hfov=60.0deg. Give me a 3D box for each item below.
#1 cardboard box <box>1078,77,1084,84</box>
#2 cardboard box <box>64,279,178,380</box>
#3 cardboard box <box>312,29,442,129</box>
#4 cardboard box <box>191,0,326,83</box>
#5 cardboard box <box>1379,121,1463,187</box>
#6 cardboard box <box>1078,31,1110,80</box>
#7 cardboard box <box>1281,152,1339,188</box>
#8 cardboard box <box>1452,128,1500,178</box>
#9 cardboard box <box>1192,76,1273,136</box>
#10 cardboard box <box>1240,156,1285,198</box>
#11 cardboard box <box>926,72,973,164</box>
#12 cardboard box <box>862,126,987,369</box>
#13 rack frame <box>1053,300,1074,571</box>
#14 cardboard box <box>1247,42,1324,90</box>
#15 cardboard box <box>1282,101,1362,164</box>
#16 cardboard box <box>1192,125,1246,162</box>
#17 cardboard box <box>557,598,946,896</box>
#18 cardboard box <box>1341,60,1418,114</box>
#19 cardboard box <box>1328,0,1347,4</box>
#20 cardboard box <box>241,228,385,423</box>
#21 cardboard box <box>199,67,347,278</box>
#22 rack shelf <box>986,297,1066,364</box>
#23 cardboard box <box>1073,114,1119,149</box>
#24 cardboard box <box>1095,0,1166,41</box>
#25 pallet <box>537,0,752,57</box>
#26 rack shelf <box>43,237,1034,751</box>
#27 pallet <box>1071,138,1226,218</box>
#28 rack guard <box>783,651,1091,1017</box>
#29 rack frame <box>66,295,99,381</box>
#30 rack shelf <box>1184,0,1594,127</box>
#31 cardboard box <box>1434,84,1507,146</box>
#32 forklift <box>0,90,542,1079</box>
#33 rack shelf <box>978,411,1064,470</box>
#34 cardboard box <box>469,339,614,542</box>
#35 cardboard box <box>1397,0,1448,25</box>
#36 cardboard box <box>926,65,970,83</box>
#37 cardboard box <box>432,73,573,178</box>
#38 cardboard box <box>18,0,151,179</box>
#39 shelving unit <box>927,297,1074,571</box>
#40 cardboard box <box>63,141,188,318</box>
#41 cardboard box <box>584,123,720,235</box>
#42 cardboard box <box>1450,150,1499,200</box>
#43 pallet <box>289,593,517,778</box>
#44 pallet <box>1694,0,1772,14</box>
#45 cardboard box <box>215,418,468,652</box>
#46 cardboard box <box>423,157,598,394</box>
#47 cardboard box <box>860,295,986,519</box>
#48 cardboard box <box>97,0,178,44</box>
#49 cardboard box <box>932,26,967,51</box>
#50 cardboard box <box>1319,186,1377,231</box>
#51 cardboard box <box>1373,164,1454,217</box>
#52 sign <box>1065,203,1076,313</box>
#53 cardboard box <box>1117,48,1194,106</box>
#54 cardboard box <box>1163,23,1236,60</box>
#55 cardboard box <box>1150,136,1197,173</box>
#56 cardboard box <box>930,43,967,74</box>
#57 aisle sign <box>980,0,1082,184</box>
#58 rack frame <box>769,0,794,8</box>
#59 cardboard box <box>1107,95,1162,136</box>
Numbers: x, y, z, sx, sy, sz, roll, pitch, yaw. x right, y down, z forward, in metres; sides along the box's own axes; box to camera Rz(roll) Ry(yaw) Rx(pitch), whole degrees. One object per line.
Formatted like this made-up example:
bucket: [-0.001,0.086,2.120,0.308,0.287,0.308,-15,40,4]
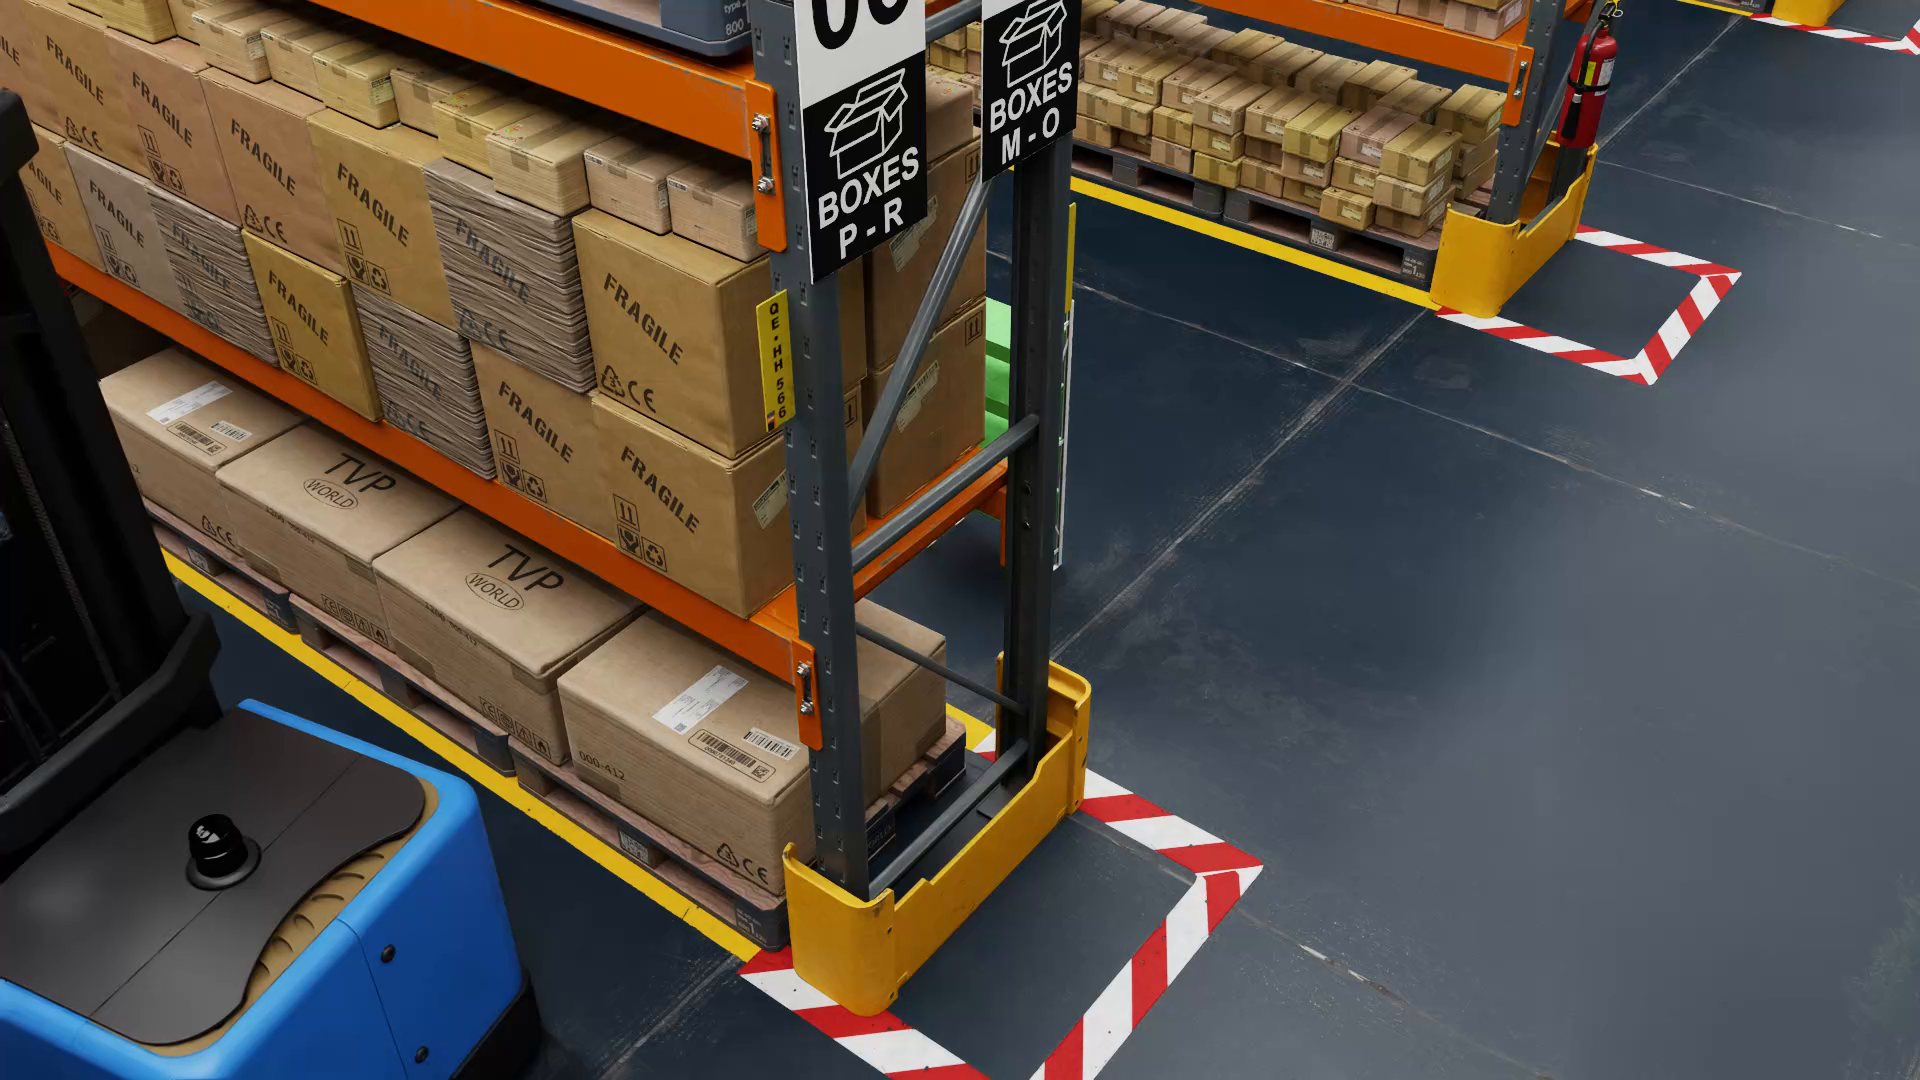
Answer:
cardboard box: [0.667,-2.592,9.359,0.250,0.149,0.380,27,46,30]
cardboard box: [-3.782,-1.127,7.138,0.875,0.875,0.875,27,45,30]
cardboard box: [-1.518,-1.283,4.536,0.250,0.149,0.380,26,45,30]
cardboard box: [-1.950,-1.468,4.774,0.250,0.149,0.380,25,45,29]
cardboard box: [2.289,-1.920,8.258,0.250,0.149,0.380,26,45,29]
cardboard box: [0.621,-2.688,9.240,0.250,0.149,0.380,26,45,29]
cardboard box: [1.857,-1.980,8.576,0.250,0.149,0.380,23,44,27]
cardboard box: [2.603,-2.050,8.666,0.250,0.149,0.380,27,46,30]
cardboard box: [1.427,-2.278,8.716,0.250,0.149,0.380,27,45,30]
cardboard box: [1.691,-1.980,8.818,0.250,0.149,0.380,26,45,29]
cardboard box: [-0.178,-1.064,4.257,0.250,0.149,0.380,26,45,29]
cardboard box: [-0.272,-0.859,4.522,0.500,0.500,0.500,24,44,28]
rack frame: [0.325,-0.319,6.184,0.015,1.200,0.240,25,45,29]
cardboard box: [1.777,-2.570,9.089,0.250,0.149,0.380,27,45,30]
cardboard box: [1.841,-2.077,8.458,0.250,0.149,0.380,24,44,28]
cardboard box: [1.437,-2.168,8.816,0.250,0.149,0.380,26,45,29]
cardboard box: [-0.649,0.539,5.367,0.875,0.438,0.875,24,44,27]
cardboard box: [2.239,-2.409,8.884,0.250,0.149,0.380,25,45,28]
cardboard box: [1.832,-2.735,8.014,0.250,0.149,0.380,27,45,30]
cardboard box: [-1.830,-0.767,5.216,0.500,0.500,0.500,27,45,30]
cardboard box: [-1.814,-1.161,4.908,0.500,0.500,0.500,25,44,28]
rack shelf: [0.131,-0.738,6.044,0.480,0.148,0.258,25,45,29]
cardboard box: [0.835,-2.349,9.290,0.250,0.149,0.380,24,44,27]
cardboard box: [0.986,-2.980,9.612,0.250,0.149,0.380,23,44,27]
pallet: [-0.660,-1.526,3.904,1.213,0.211,1.003,25,45,29]
rack shelf: [-1.653,-0.572,5.631,4.000,0.370,1.077,25,45,29]
pallet: [1.214,-2.278,9.488,1.213,0.211,1.003,25,45,29]
rack guard: [-0.045,0.887,5.212,0.348,0.500,1.175,25,45,29]
rack frame: [-3.241,-1.605,6.366,0.127,3.000,1.000,25,45,29]
rack shelf: [1.275,-3.034,8.776,4.000,0.370,1.077,25,45,29]
cardboard box: [2.653,-2.208,8.626,0.250,0.149,0.380,23,44,27]
forklift: [-2.771,0.200,4.116,3.031,2.935,1.130,16,41,19]
rack shelf: [0.131,-0.360,6.340,0.480,0.148,0.258,25,45,29]
cardboard box: [-0.997,-0.392,4.737,0.500,0.500,0.500,24,44,28]
cardboard box: [2.258,-2.565,7.796,0.250,0.149,0.380,25,45,29]
cardboard box: [-0.009,-2.716,9.758,0.250,0.149,0.380,27,45,30]
cardboard box: [-1.118,-1.085,4.284,0.250,0.149,0.380,26,45,30]
cardboard box: [-2.613,-1.549,5.403,0.500,0.500,0.500,25,44,28]
shelving unit: [0.131,-0.410,6.301,0.503,1.200,0.258,25,45,29]
cardboard box: [-2.630,-1.150,5.704,0.500,0.500,0.500,26,45,29]
cardboard box: [-0.687,-0.915,4.067,0.250,0.149,0.380,26,45,29]
cardboard box: [2.641,-1.964,8.797,0.250,0.149,0.380,26,45,29]
pallet: [-1.711,0.273,6.230,1.213,0.211,1.003,25,45,29]
pallet: [5.274,-4.122,11.844,1.213,0.211,1.003,25,45,29]
cardboard box: [-2.096,-0.139,6.231,0.875,0.438,0.875,24,44,27]
cardboard box: [-1.024,-0.785,4.427,0.500,0.500,0.500,25,45,29]
cardboard box: [-0.271,-0.466,4.831,0.500,0.500,0.500,25,44,28]
cardboard box: [-2.352,-1.648,5.003,0.250,0.149,0.380,24,44,27]
cardboard box: [0.016,-2.981,9.613,0.250,0.149,0.380,28,46,31]
cardboard box: [2.052,-1.753,8.528,0.250,0.149,0.380,27,45,30]
cardboard box: [2.270,-1.786,8.329,0.250,0.149,0.380,24,44,27]
sign: [0.278,-0.748,4.506,0.005,0.325,0.100,25,45,29]
cardboard box: [1.059,-2.515,9.019,0.250,0.149,0.380,25,45,29]
cardboard box: [1.338,-2.738,9.304,0.250,0.149,0.380,25,45,29]
cardboard box: [1.245,-2.157,9.044,0.250,0.149,0.380,26,45,29]
cardboard box: [0.035,-2.883,9.730,0.250,0.149,0.380,26,45,29]
aisle sign: [0.169,-1.245,3.799,0.004,0.787,0.394,25,45,29]
rack frame: [-0.064,-2.469,2.604,0.127,3.000,1.000,25,45,29]
cardboard box: [1.010,-2.362,9.065,0.250,0.149,0.380,26,45,29]
